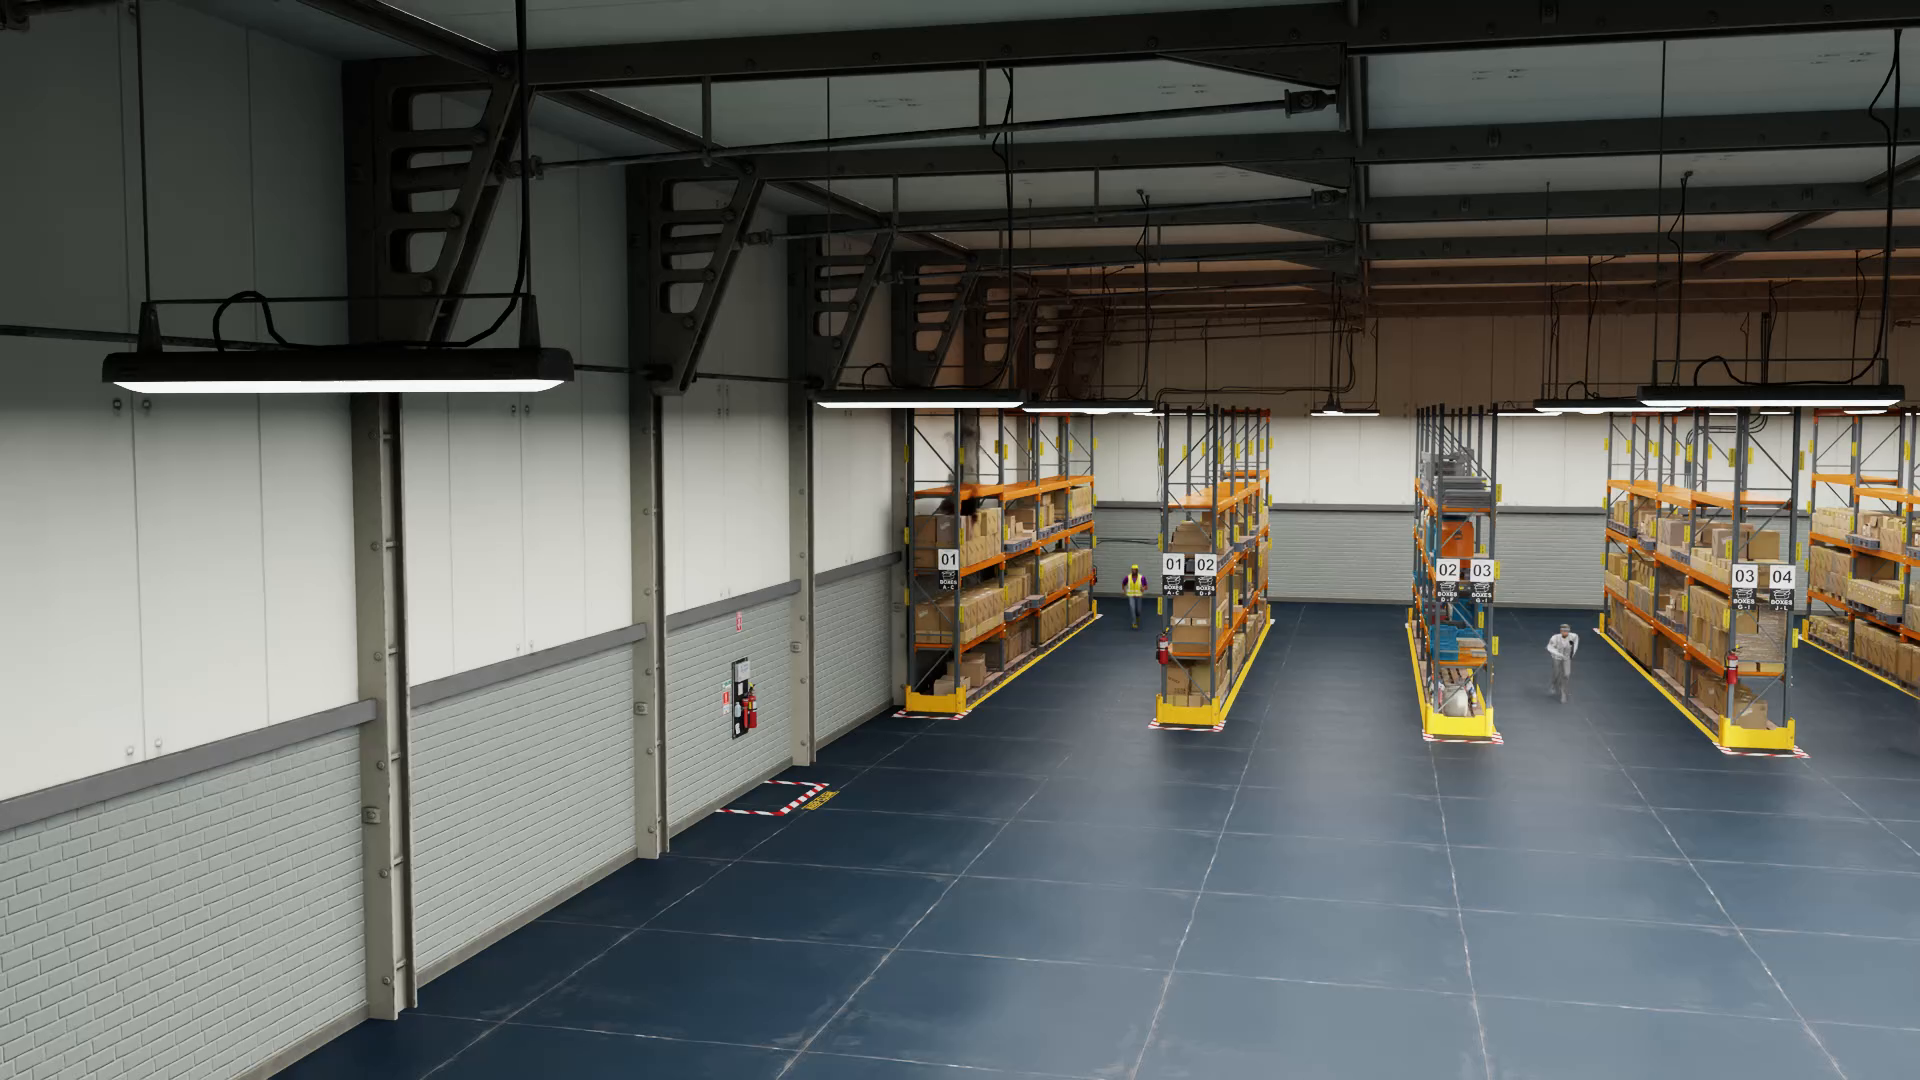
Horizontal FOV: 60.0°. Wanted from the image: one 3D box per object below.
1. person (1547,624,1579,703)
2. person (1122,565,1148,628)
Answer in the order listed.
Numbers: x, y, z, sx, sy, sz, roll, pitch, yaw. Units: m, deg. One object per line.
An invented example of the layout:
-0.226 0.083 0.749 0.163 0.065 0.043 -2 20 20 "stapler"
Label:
12.268 2.486 33.961 0.658 1.625 0.966 0 4 4 "person"
4.787 1.539 45.562 0.702 1.735 0.716 0 4 5 "person"
